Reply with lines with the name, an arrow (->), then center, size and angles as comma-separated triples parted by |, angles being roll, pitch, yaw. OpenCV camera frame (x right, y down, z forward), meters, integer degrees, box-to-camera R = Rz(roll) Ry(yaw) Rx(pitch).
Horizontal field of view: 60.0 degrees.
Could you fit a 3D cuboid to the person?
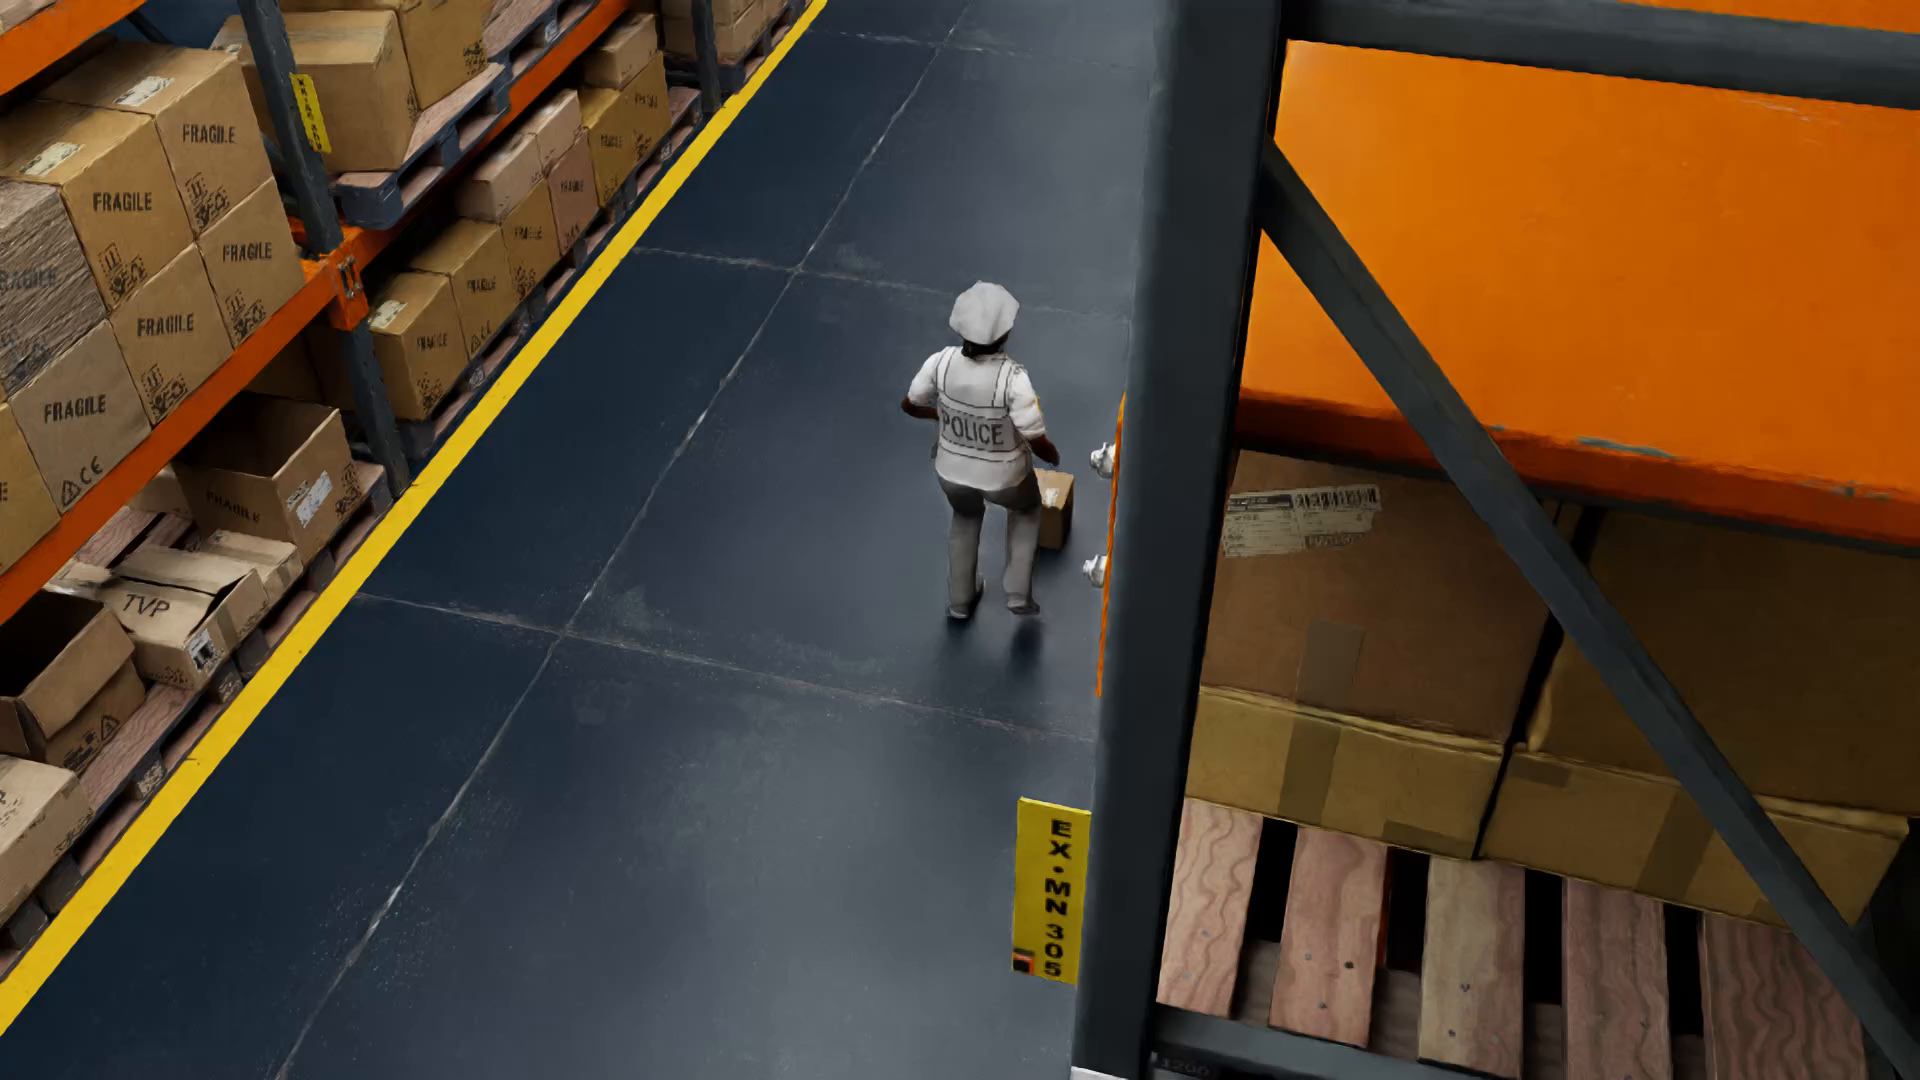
person -> 0.101, -0.344, 6.709 | 0.639, 1.659, 0.467 | 11, 42, 12
